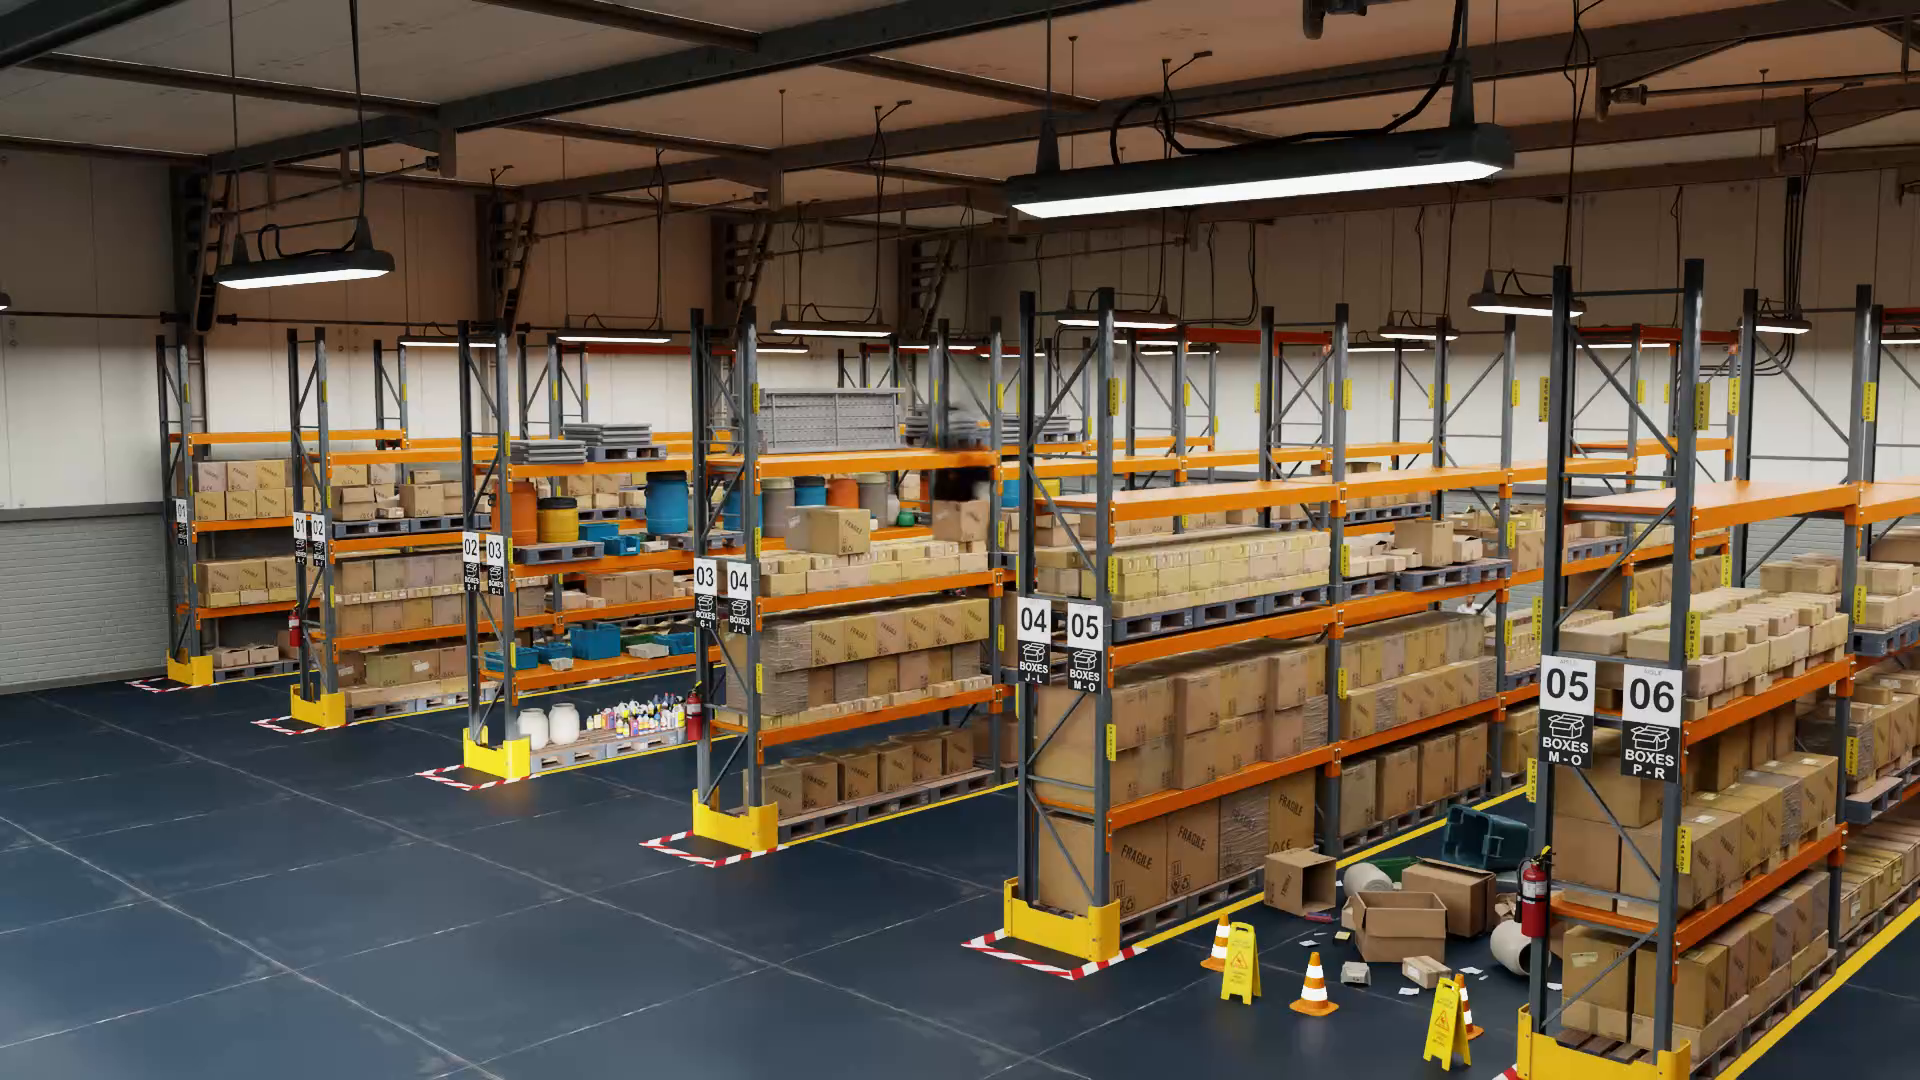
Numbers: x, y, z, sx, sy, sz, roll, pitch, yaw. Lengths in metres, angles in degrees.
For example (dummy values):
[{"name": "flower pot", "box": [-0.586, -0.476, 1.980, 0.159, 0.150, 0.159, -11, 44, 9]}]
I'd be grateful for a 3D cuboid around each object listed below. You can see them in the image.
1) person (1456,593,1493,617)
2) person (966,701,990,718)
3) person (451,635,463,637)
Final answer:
[{"name": "person", "box": [8.700, 1.671, 28.285, 0.539, 1.727, 0.817, 5, 7, 43]}, {"name": "person", "box": [0.361, 2.044, 23.887, 0.652, 1.773, 0.653, 3, 6, 30]}, {"name": "person", "box": [-8.813, 1.647, 29.178, 0.553, 1.563, 0.533, 4, 6, 33]}]
